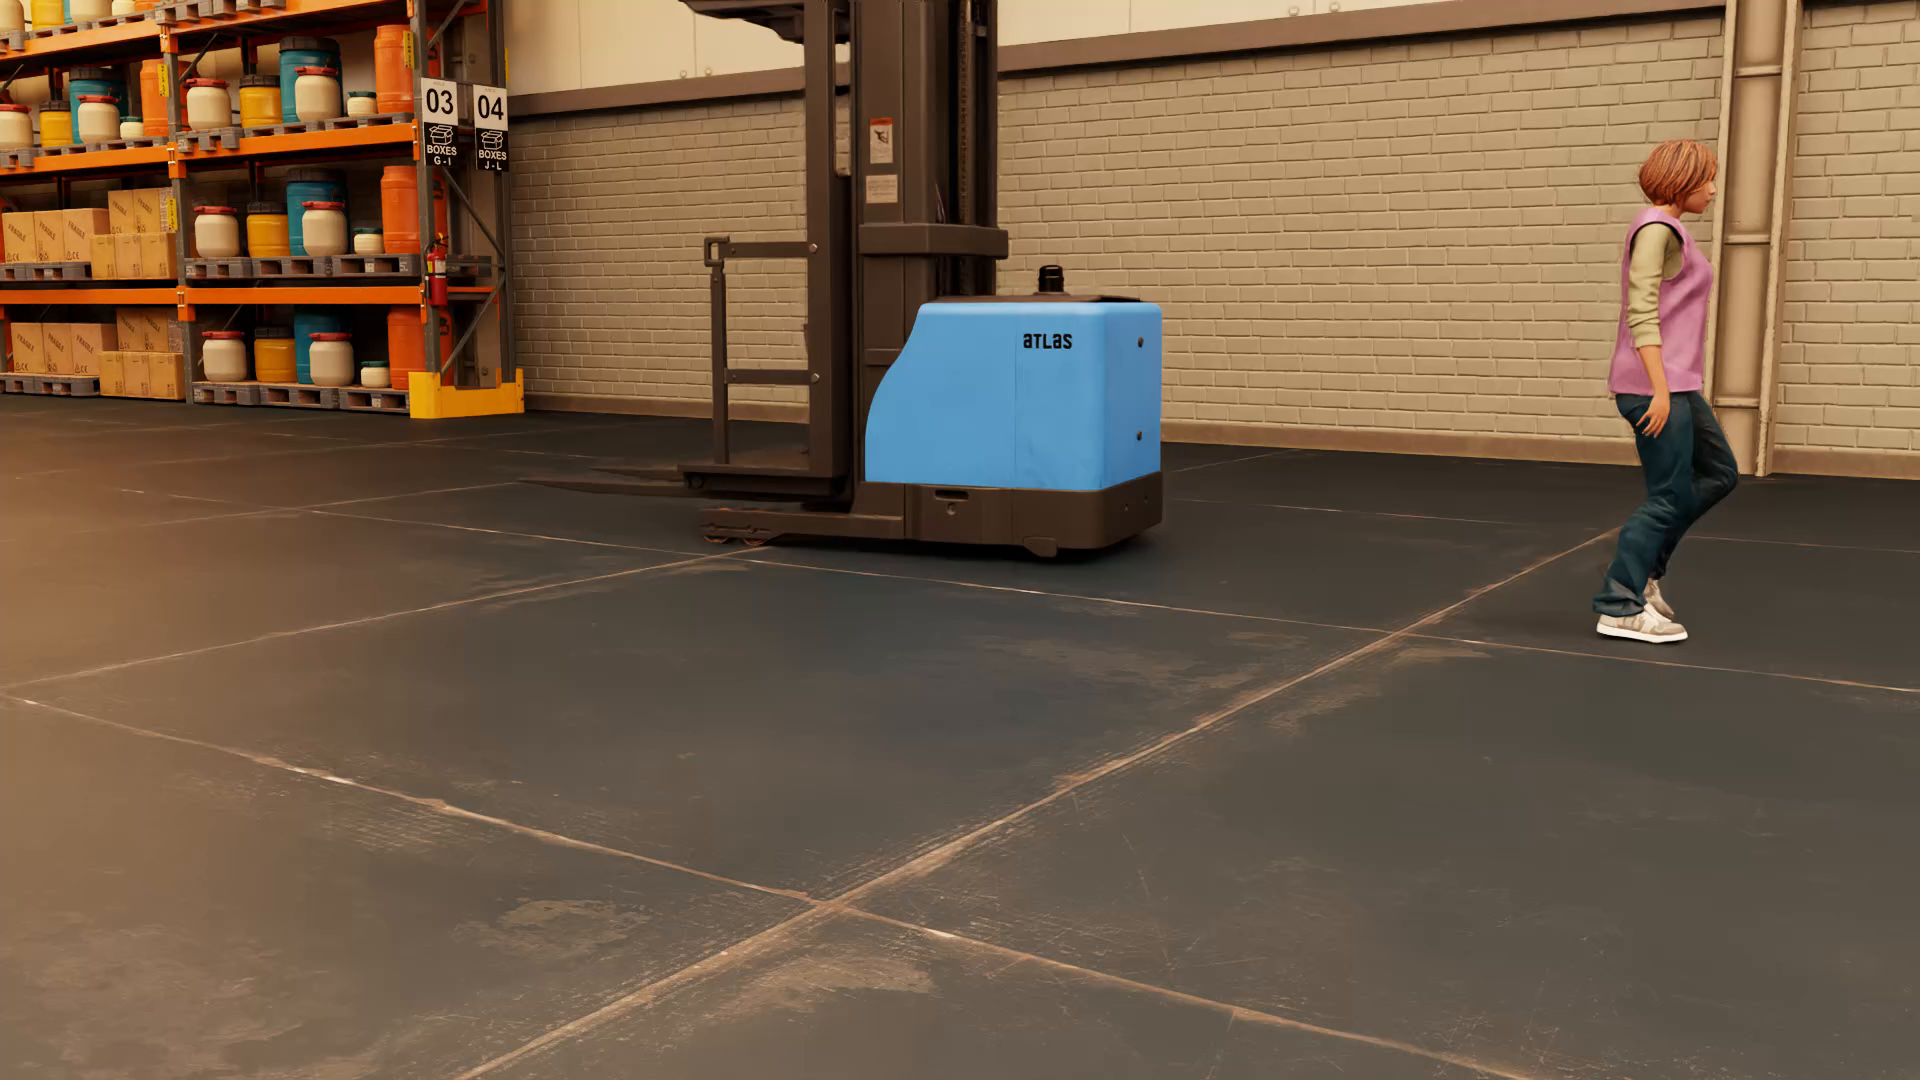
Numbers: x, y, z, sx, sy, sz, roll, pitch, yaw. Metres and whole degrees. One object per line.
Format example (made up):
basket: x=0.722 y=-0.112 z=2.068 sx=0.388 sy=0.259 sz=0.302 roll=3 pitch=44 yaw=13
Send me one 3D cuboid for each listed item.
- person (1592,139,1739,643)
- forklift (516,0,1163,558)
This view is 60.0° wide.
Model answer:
person: x=2.266 y=-0.464 z=5.272 sx=0.425 sy=1.578 sz=0.534 roll=3 pitch=9 yaw=20
forklift: x=-0.635 y=-1.486 z=7.645 sx=3.031 sy=2.935 sz=1.130 roll=3 pitch=9 yaw=22
